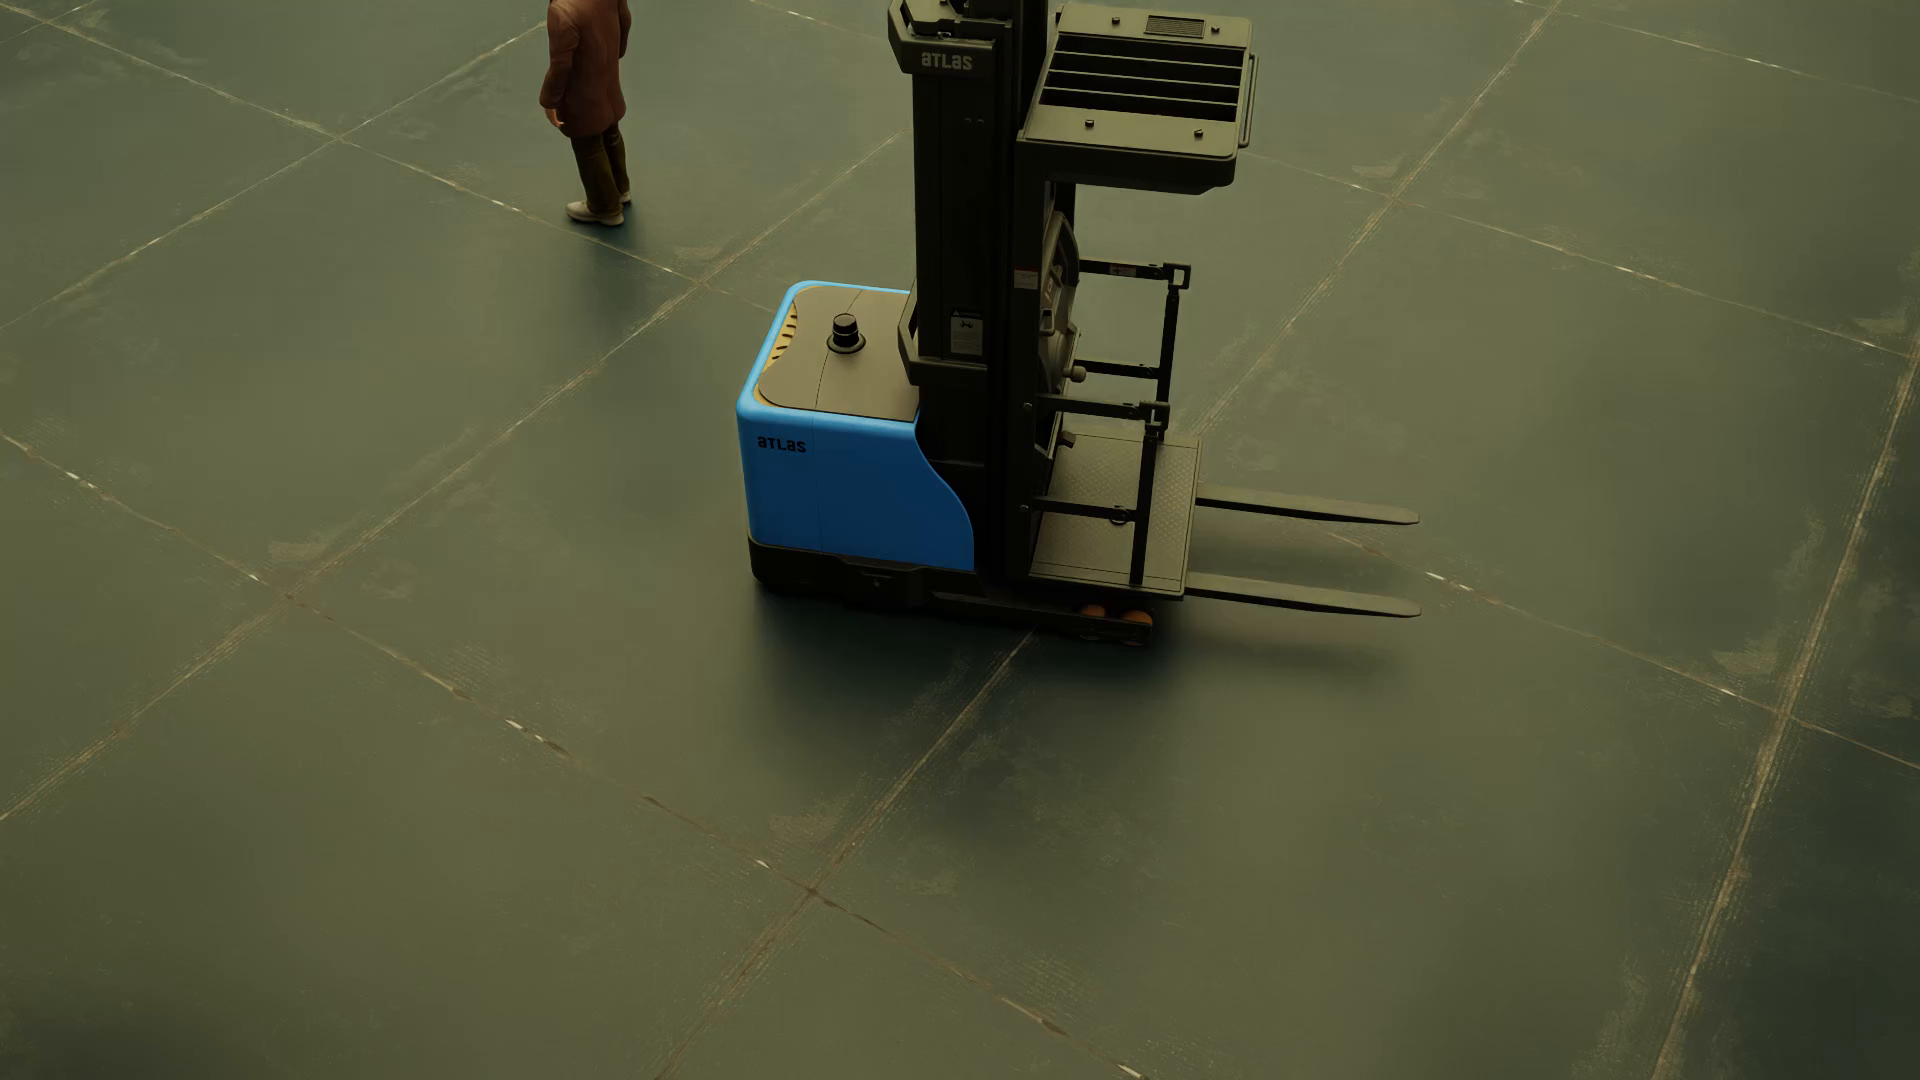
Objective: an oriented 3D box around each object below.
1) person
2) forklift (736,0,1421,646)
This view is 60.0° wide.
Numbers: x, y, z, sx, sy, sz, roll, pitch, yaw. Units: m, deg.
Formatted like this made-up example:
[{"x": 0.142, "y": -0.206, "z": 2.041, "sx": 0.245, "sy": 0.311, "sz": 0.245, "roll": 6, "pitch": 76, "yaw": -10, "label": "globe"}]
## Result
[{"x": -2.184, "y": -2.602, "z": 9.422, "sx": 0.581, "sy": 1.776, "sz": 0.694, "roll": 21, "pitch": 48, "yaw": 21, "label": "person"}, {"x": 0.598, "y": -0.987, "z": 6.890, "sx": 3.031, "sy": 2.935, "sz": 1.130, "roll": 7, "pitch": 44, "yaw": 8, "label": "forklift"}]
